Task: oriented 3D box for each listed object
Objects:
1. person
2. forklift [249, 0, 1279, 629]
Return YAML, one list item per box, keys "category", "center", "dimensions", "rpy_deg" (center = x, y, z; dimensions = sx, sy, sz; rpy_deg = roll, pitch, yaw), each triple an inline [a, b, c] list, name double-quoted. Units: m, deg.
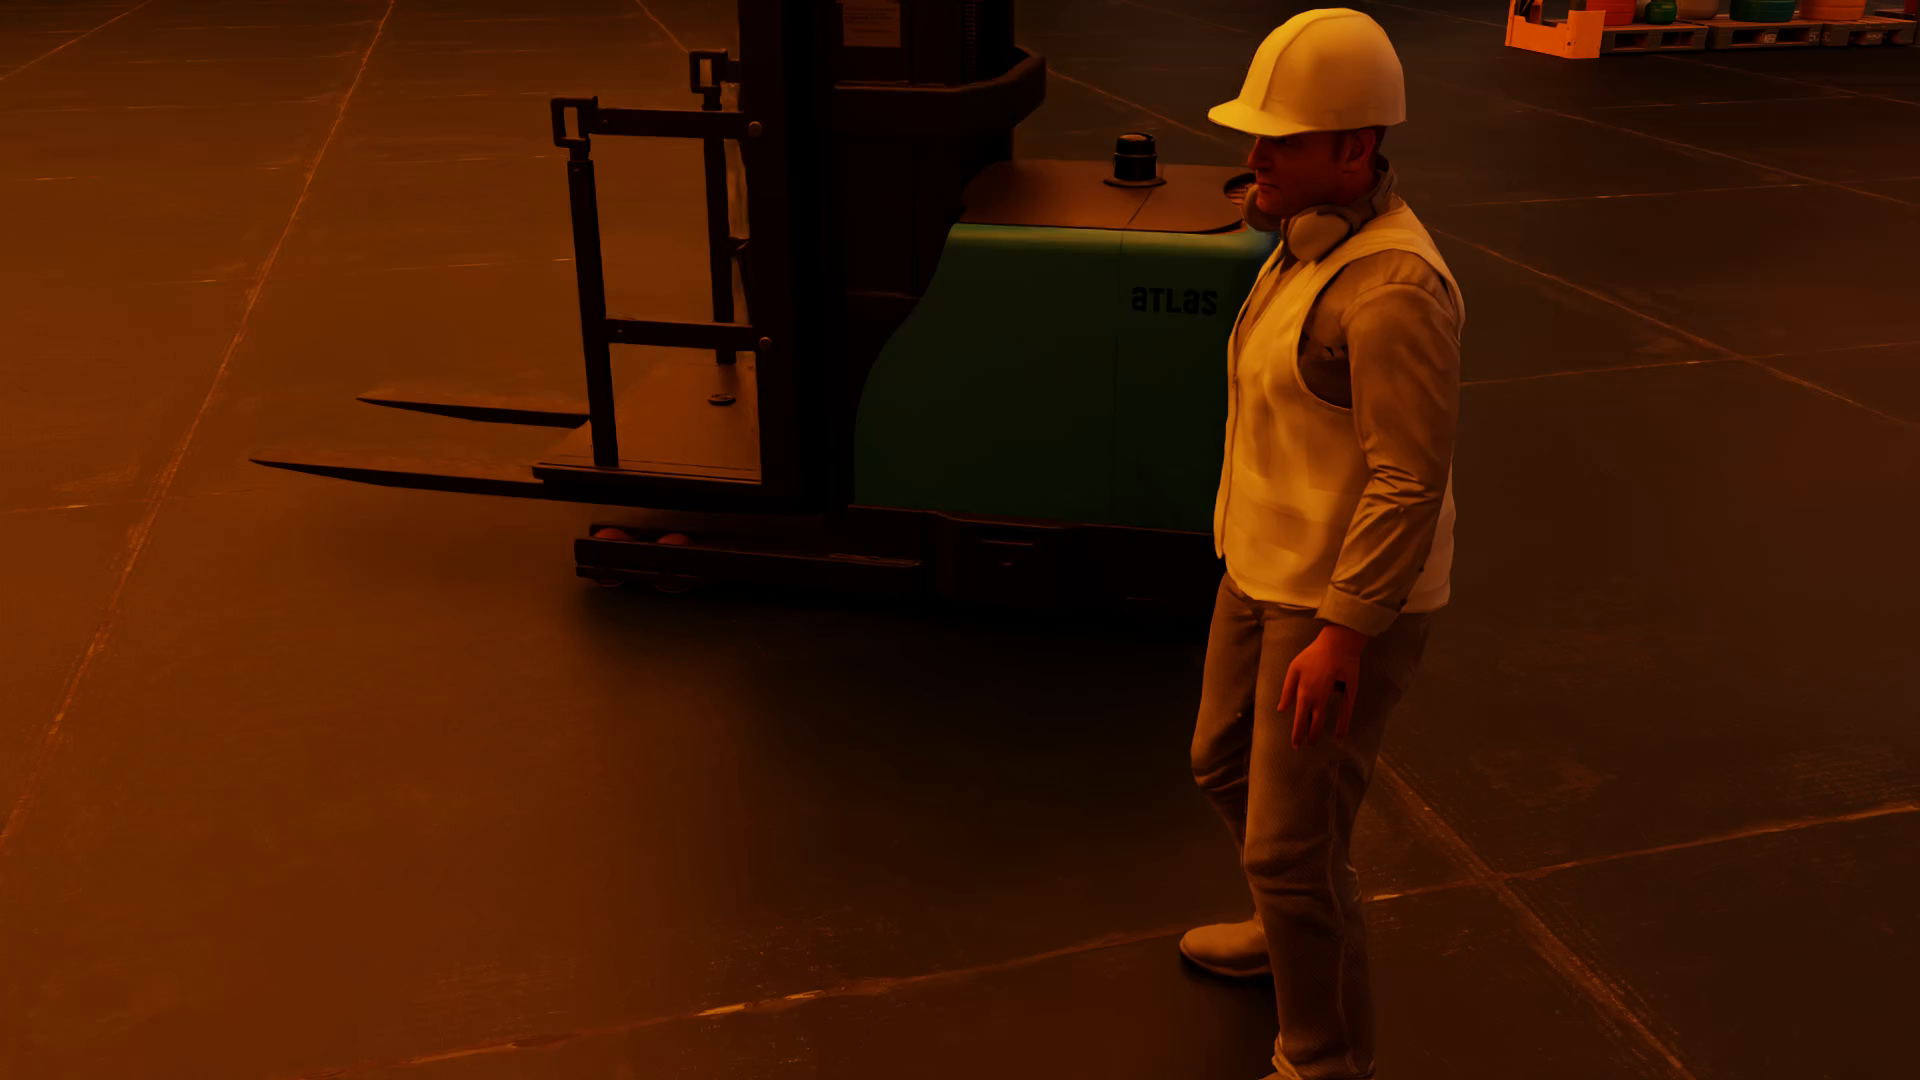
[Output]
- category: "person"
  center: [0.560, 0.053, 2.695]
  dimensions: [0.421, 1.749, 0.751]
  rpy_deg: [-2, 23, -6]
- category: "forklift"
  center: [-0.619, -1.393, 4.583]
  dimensions: [3.031, 2.935, 1.130]
  rpy_deg: [5, 24, 11]
